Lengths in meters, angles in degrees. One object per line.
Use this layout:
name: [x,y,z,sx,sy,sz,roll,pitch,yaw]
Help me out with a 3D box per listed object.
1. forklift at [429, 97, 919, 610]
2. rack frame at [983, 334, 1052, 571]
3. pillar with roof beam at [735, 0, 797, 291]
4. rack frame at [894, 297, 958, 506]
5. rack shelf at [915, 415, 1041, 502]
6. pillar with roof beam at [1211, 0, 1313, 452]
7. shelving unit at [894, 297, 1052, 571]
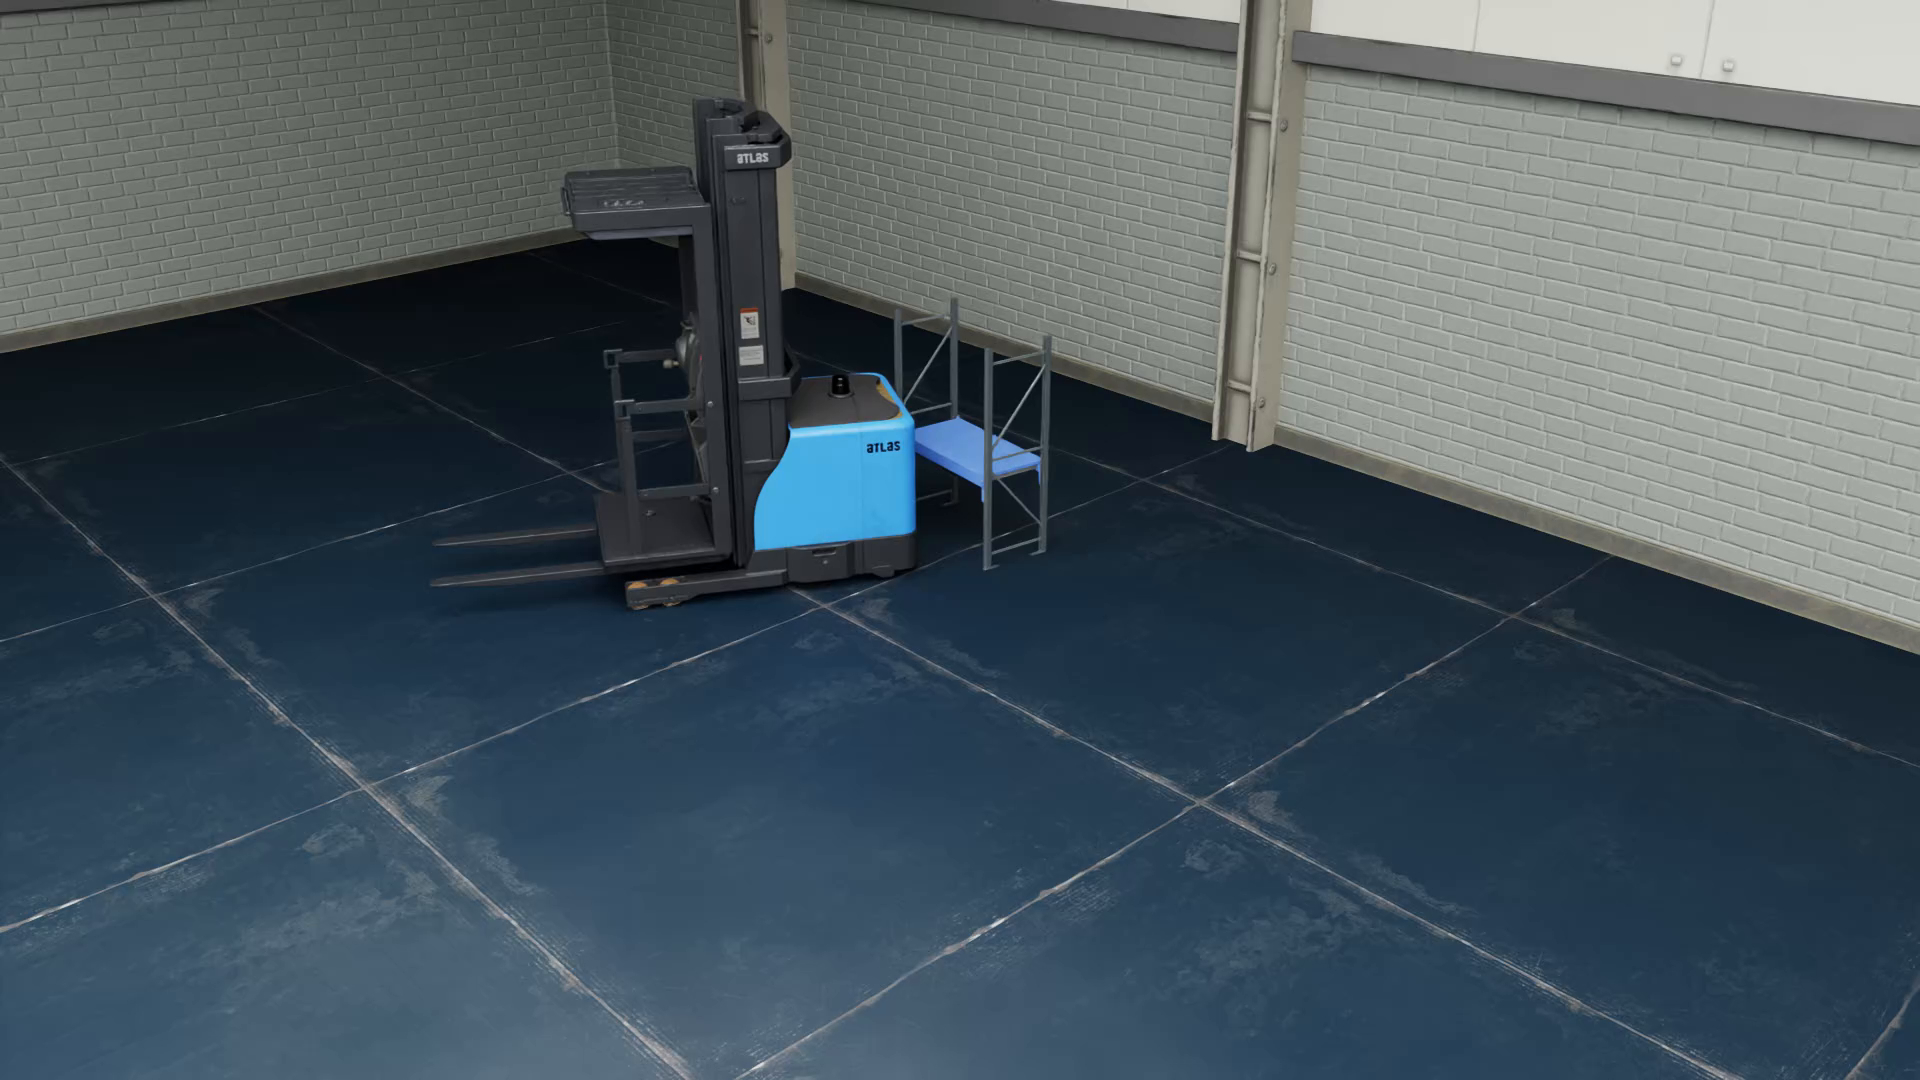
forklift: [-1.842,-1.145,10.229,3.031,2.935,1.130,-6,25,-13]
rack frame: [0.364,-0.548,10.644,0.500,1.500,0.032,-16,29,-32]
pillar with roof beam: [-5.037,-5.465,12.387,9.100,9.000,0.400,-21,32,-38]
rack frame: [-0.226,-0.891,11.397,0.500,1.500,0.032,-16,29,-32]
rack shelf: [0.069,-0.556,11.095,0.538,0.185,1.000,-16,29,-32]
pillar with roof beam: [-0.936,-3.647,8.402,9.100,9.000,0.400,-21,32,-38]
shelving unit: [0.069,-0.720,11.020,0.538,1.500,1.048,-16,29,-32]
